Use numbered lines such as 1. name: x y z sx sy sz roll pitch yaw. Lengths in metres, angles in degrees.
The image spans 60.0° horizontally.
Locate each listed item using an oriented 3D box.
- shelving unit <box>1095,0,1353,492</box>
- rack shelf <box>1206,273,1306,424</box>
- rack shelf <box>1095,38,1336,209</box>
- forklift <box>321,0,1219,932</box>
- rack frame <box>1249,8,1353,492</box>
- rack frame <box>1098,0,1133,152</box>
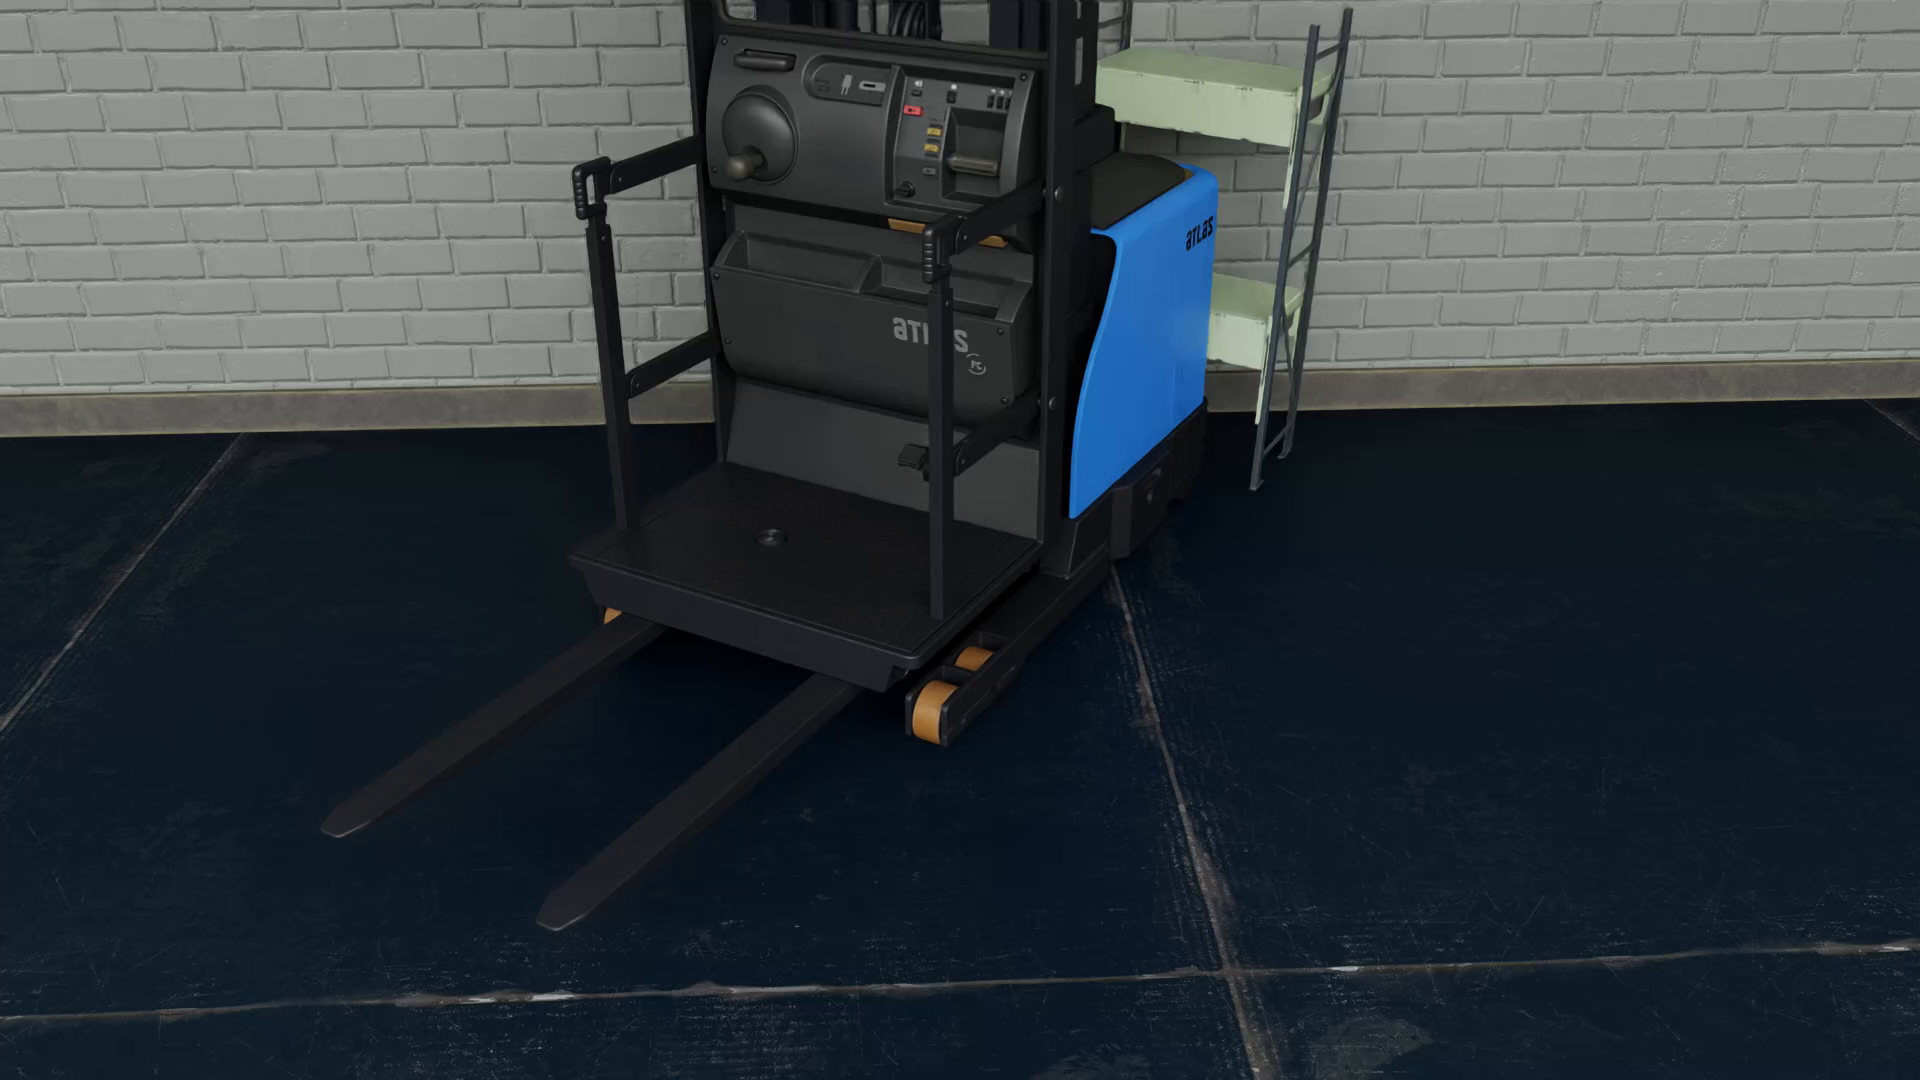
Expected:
1. shelving unit: 0.769 -0.997 5.499 0.755 1.500 0.431 15 29 23
2. rack shelf: 0.756 -0.706 5.645 0.720 0.370 0.431 15 29 23
3. rack shelf: 0.784 -1.345 5.323 0.720 0.370 0.431 15 29 23
4. forklift: -0.346 -1.015 4.026 1.130 2.935 3.031 15 31 26
5. rack frame: 1.094 -0.909 5.355 0.023 1.500 0.400 15 29 23
6. rack frame: 0.444 -1.084 5.642 0.023 1.500 0.400 15 29 23
